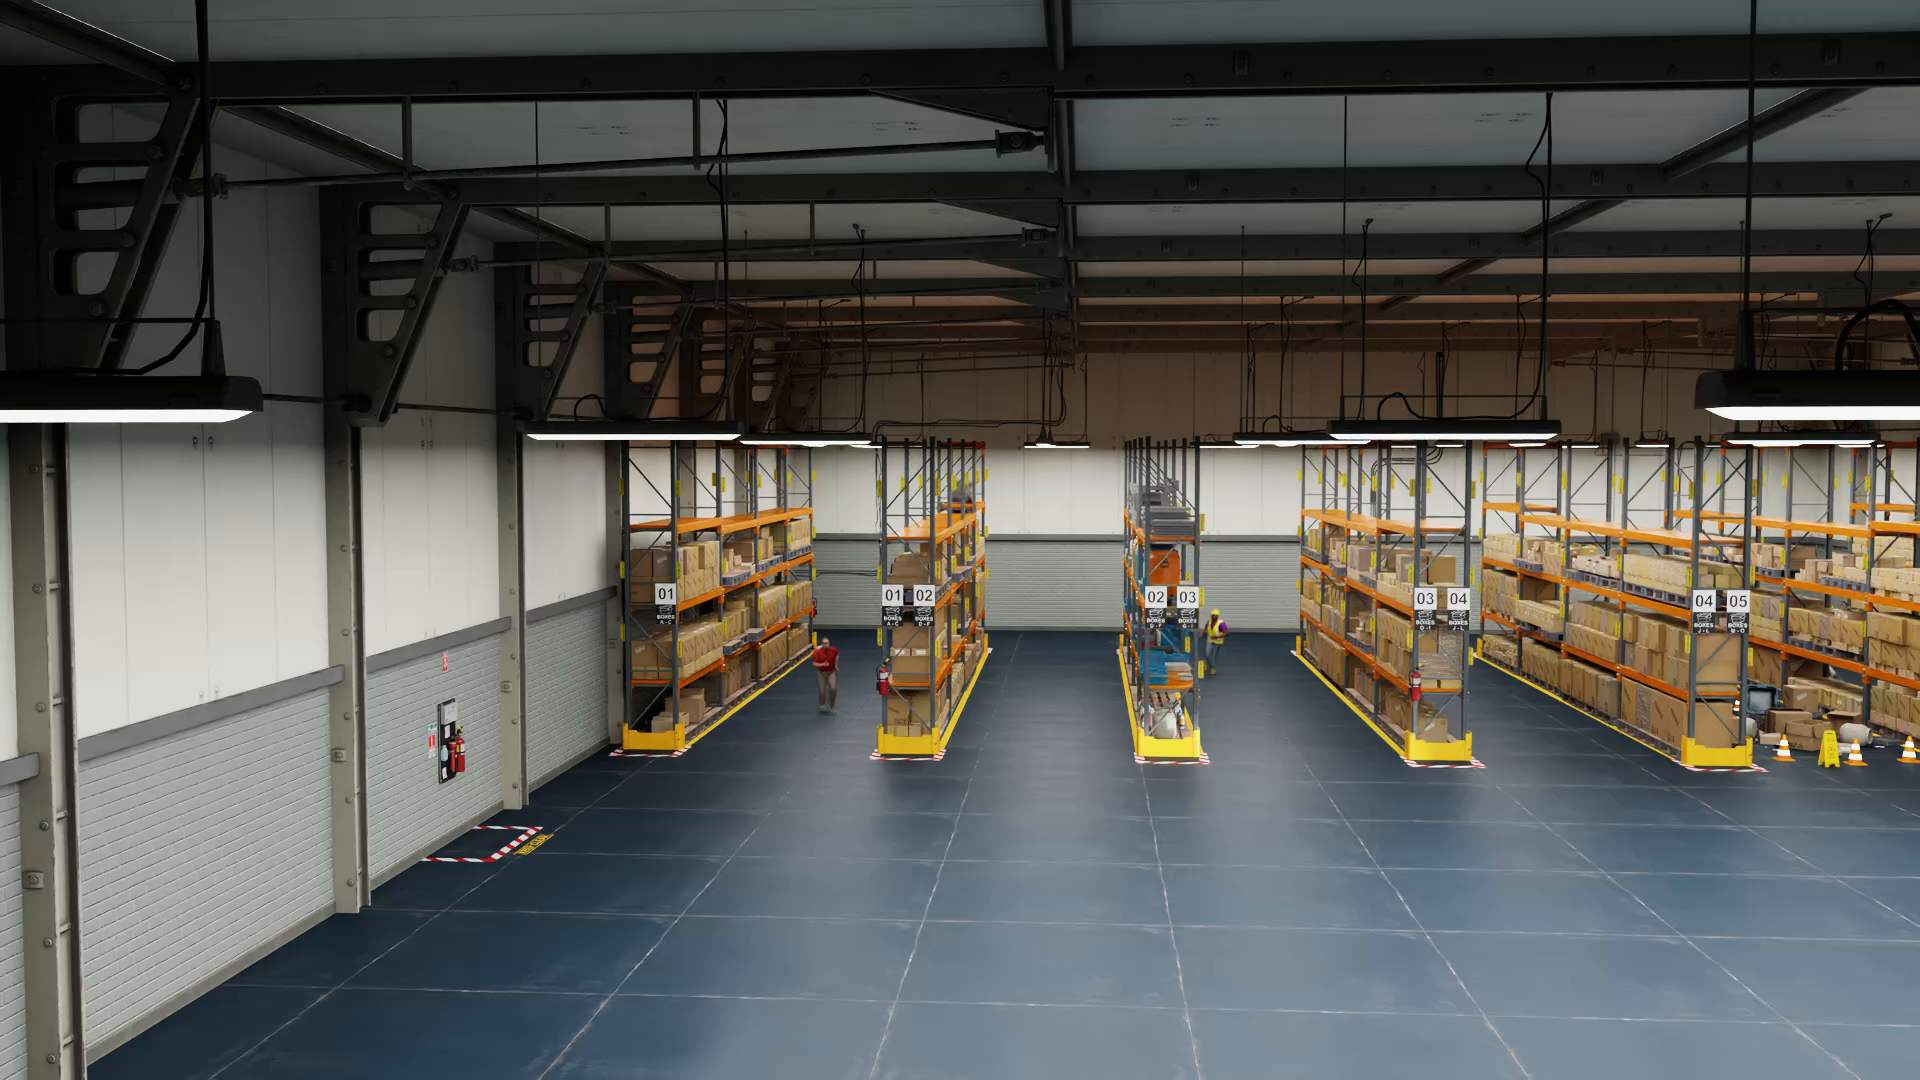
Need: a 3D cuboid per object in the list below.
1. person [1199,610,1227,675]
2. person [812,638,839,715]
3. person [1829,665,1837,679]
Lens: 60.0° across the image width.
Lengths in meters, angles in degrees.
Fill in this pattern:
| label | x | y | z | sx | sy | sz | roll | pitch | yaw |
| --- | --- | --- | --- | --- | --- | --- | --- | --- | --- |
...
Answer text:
| label | x | y | z | sx | sy | sz | roll | pitch | yaw |
| --- | --- | --- | --- | --- | --- | --- | --- | --- | --- |
| person | 6.513 | 2.620 | 42.774 | 0.814 | 1.694 | 0.604 | 1 | 3 | 25 |
| person | -2.922 | 2.956 | 36.202 | 0.605 | 1.687 | 0.941 | -1 | 3 | -10 |
| person | 21.107 | 2.706 | 40.581 | 0.704 | 1.714 | 0.829 | 0 | 3 | 0 |
